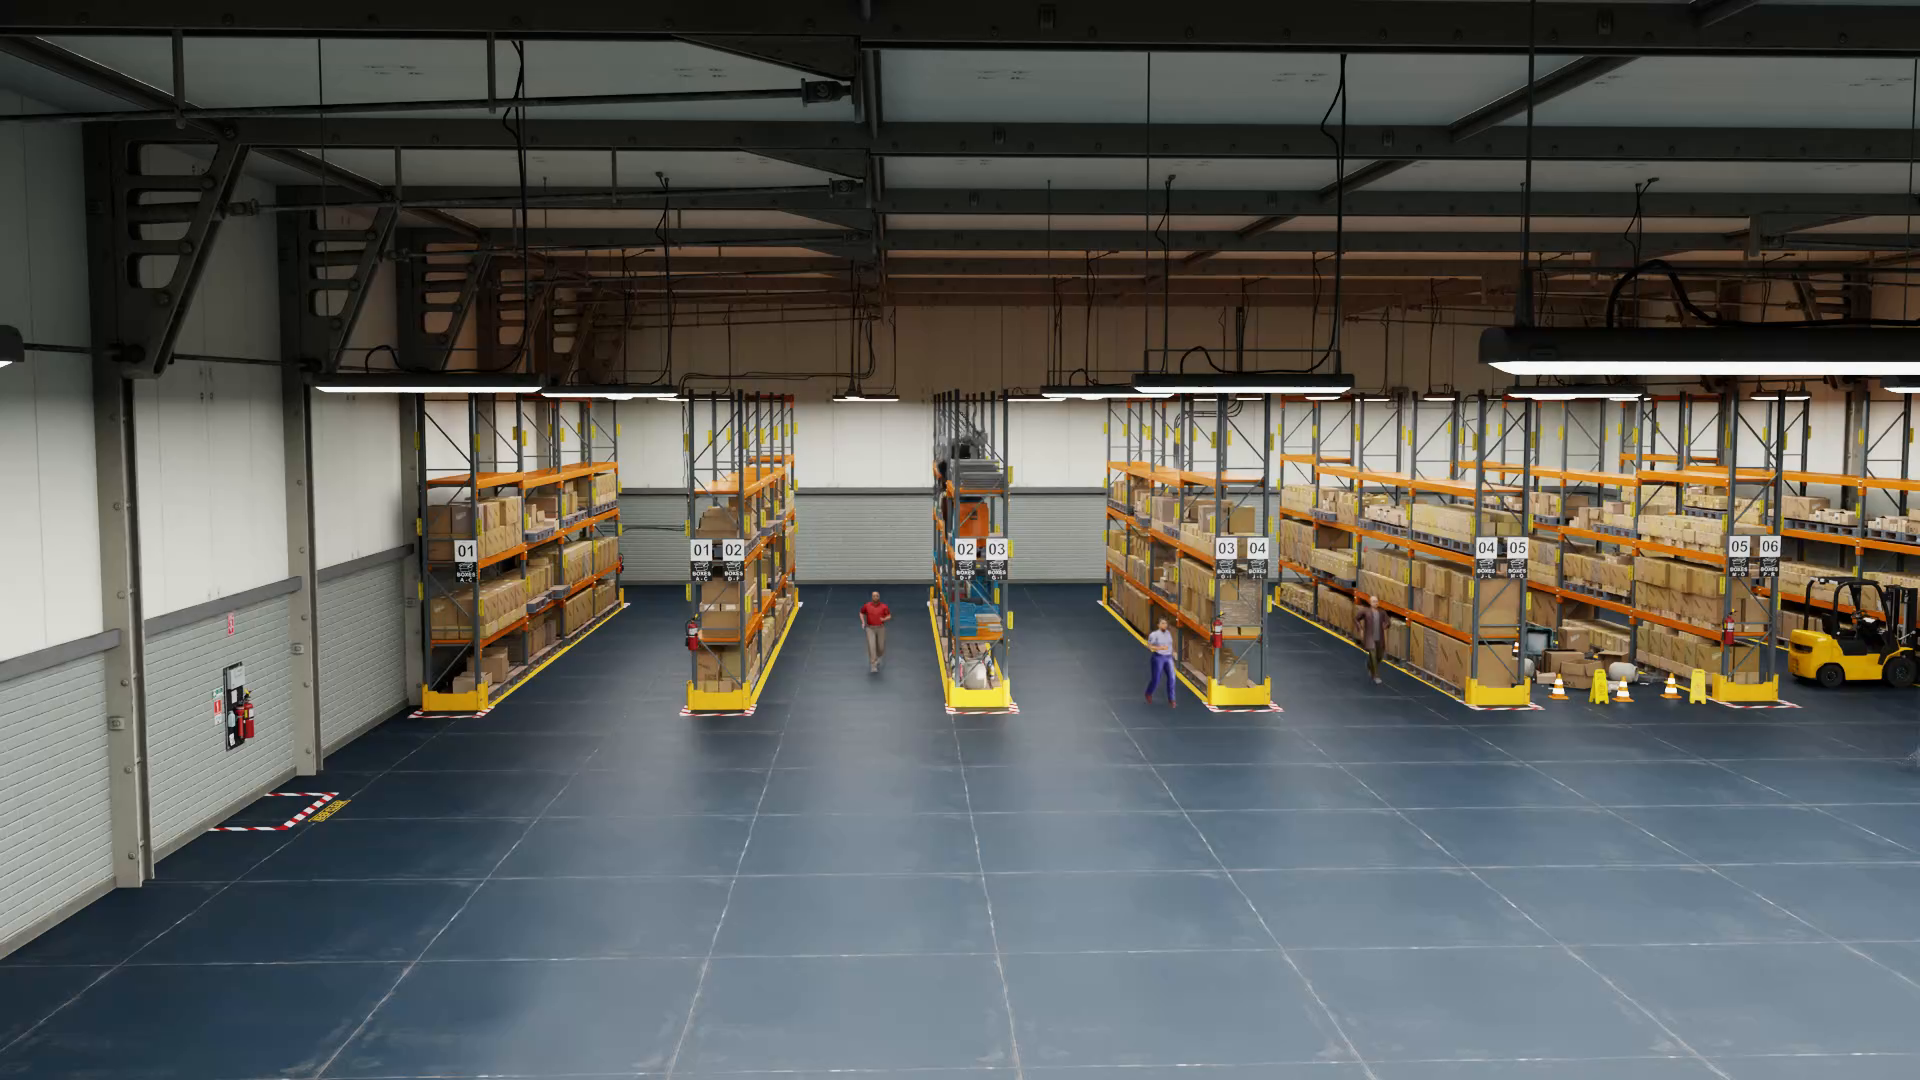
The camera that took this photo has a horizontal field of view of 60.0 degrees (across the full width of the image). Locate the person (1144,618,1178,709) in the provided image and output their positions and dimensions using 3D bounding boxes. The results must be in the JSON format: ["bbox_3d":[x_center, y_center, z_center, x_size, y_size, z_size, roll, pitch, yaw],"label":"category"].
[{"bbox_3d":[3.817,2.334,31.575,0.609,1.688,0.784,-2,5,-24],"label":"person"}]

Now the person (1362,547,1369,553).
[{"bbox_3d":[11.276,1.060,46.229,0.641,1.775,0.690,-1,5,-11],"label":"person"}]

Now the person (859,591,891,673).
[{"bbox_3d":[-1.813,1.949,35.705,0.673,1.699,0.911,-1,5,-6],"label":"person"}]

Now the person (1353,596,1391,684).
[{"bbox_3d":[8.509,2.035,34.220,0.713,1.754,1.036,-1,5,-8],"label":"person"}]
